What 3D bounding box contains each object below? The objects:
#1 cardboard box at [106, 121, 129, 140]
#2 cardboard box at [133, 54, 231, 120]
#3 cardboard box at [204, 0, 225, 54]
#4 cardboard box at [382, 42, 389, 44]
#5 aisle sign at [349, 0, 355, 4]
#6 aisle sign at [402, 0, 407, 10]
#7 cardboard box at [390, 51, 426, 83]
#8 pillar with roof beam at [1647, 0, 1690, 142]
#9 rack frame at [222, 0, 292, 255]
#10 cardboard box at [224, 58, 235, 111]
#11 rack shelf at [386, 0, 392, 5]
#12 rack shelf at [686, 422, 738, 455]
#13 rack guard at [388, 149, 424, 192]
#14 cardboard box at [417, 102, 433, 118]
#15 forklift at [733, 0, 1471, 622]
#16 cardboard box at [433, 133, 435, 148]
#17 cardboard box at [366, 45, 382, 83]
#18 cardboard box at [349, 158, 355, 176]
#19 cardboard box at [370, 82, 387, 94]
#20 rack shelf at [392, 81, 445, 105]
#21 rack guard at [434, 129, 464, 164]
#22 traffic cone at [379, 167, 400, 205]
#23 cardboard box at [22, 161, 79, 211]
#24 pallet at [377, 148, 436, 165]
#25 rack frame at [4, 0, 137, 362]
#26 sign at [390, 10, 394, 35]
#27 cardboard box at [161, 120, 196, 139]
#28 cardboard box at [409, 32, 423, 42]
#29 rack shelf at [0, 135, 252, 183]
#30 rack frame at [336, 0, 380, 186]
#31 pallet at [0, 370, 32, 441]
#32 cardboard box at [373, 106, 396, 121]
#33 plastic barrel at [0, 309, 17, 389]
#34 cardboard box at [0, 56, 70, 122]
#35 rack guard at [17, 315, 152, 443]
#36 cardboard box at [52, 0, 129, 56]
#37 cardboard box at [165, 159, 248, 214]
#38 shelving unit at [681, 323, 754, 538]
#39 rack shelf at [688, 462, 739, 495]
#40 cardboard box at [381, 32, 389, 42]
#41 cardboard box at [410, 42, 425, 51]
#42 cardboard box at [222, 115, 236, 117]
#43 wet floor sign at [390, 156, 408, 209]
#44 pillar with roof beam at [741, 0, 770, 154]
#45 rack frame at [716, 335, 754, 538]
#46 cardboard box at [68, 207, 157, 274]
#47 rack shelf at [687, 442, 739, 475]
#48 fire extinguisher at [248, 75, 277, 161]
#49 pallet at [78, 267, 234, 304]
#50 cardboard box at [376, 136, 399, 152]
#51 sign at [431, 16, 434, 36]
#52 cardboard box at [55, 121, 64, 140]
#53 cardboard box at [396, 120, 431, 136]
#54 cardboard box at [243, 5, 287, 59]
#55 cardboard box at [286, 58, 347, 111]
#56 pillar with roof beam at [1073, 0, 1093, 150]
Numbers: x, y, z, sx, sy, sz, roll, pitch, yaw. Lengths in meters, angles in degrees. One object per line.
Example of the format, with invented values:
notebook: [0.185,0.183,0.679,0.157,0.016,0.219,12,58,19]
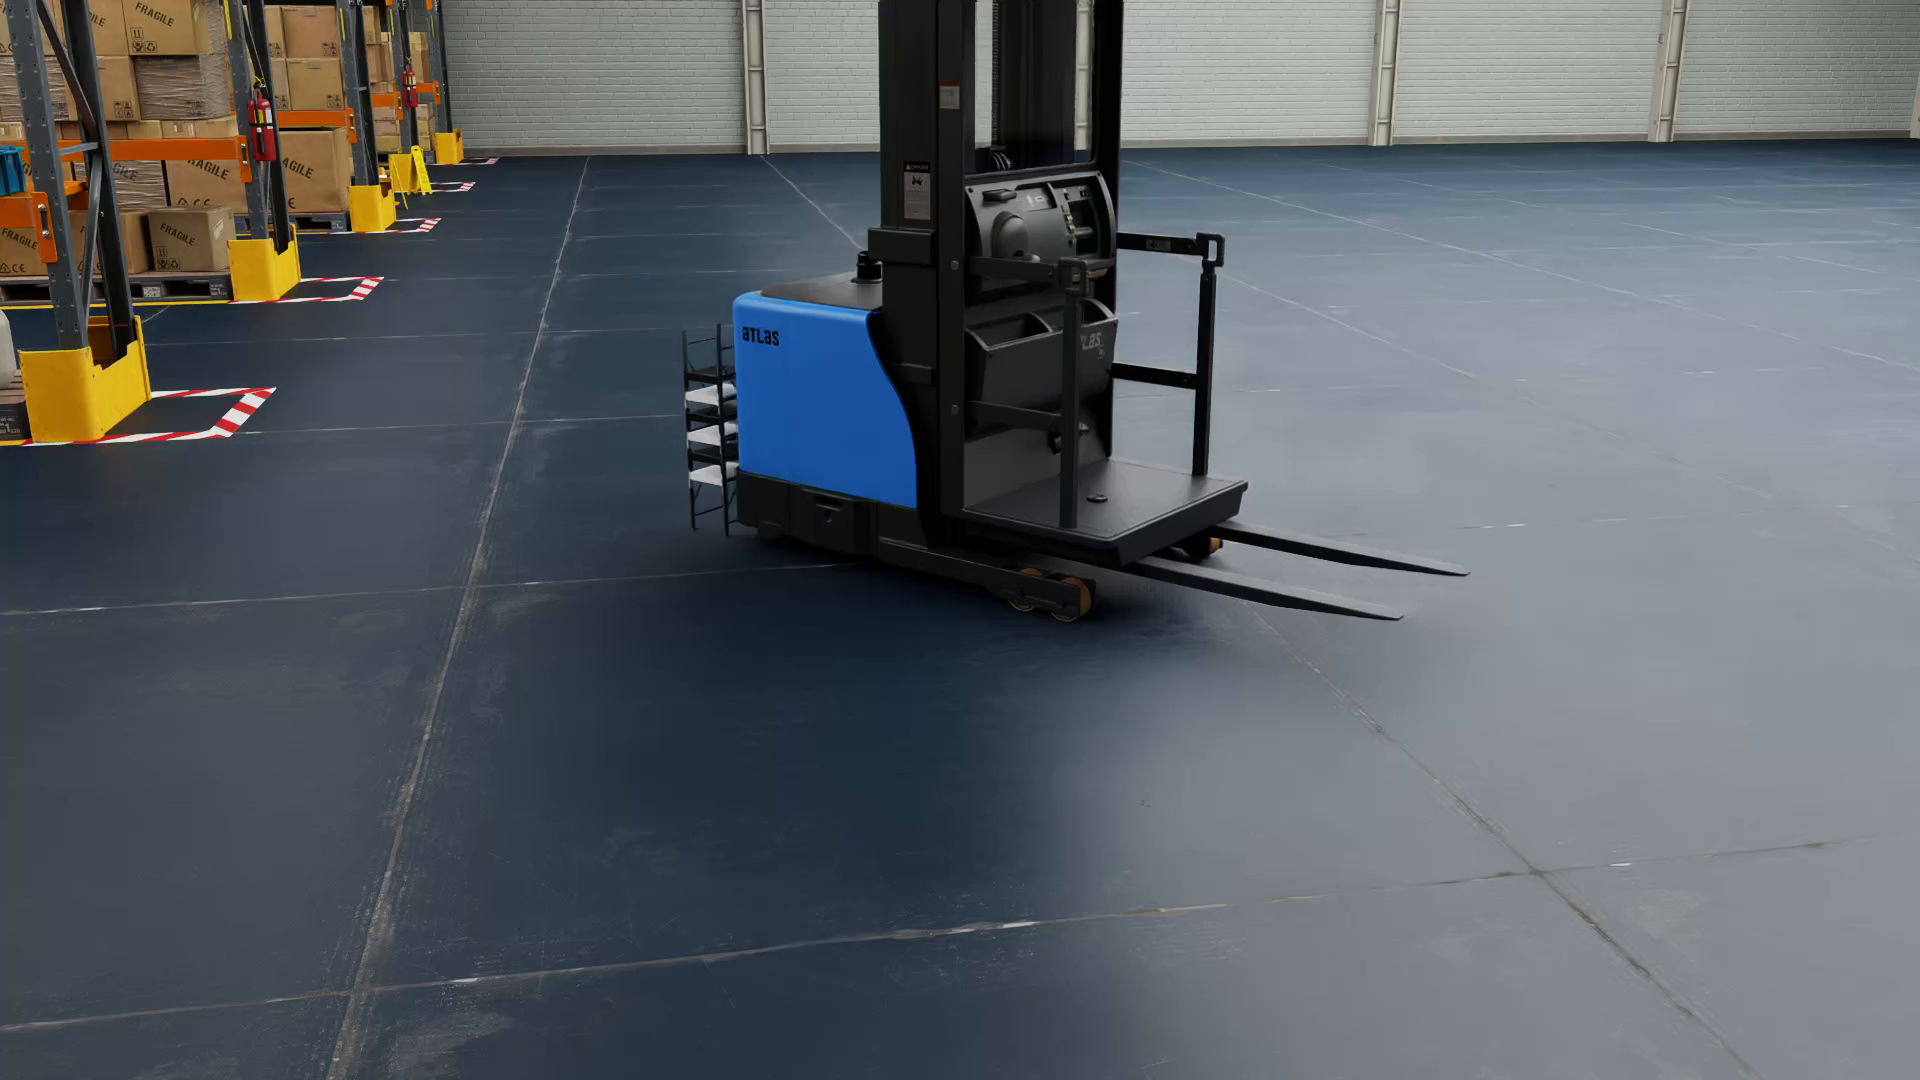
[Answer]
cardboard box: [-6.830,-3.331,13.477,0.250,0.149,0.380,-3,17,-10]
cardboard box: [-6.405,-3.746,13.722,0.500,0.500,0.875,-3,17,-10]
cardboard box: [-6.452,-4.295,13.806,0.500,0.500,0.500,-3,17,-10]
cardboard box: [-9.484,-8.105,27.314,0.250,0.149,0.380,-3,17,-9]
aisle sign: [-6.575,-6.174,17.878,0.004,0.787,0.394,-3,17,-10]
aisle sign: [-7.738,-7.771,23.076,0.004,0.787,0.394,-3,17,-10]
cardboard box: [-9.118,-7.811,27.464,0.500,0.500,0.500,-4,17,-12]
pillar with roof beam: [14.841,-11.051,27.965,0.400,9.000,9.100,-3,17,-10]
rack frame: [-5.860,-3.579,13.855,0.127,3.000,1.000,-3,17,-10]
cardboard box: [-8.167,-5.020,18.293,0.550,0.550,0.875,-3,17,-10]
rack shelf: [-9.703,-7.414,22.458,4.000,0.370,1.077,-3,17,-10]
rack shelf: [-1.050,-0.454,7.370,0.200,0.077,0.258,12,21,34]
rack guard: [-7.814,-5.236,23.509,0.348,0.500,1.175,-3,17,-10]
cardboard box: [-9.193,-7.258,28.100,0.500,0.250,0.500,-4,17,-11]
forklift: [0.496,-1.265,6.439,3.031,2.935,1.130,13,21,36]
cardboard box: [-9.204,-6.782,28.251,0.500,0.250,0.500,-3,17,-10]
cardboard box: [-8.220,-6.516,22.741,0.500,0.500,0.500,-4,17,-11]
cardboard box: [-8.506,-5.198,23.095,0.500,0.250,0.500,-3,17,-11]
cardboard box: [-8.066,-6.233,22.924,0.250,0.149,0.380,-3,17,-9]
rack shelf: [-10.649,-7.411,27.557,4.000,0.370,1.077,-3,17,-10]
rack guard: [-8.662,-6.673,28.185,0.348,0.500,1.175,-3,17,-10]
traffic cone: [-7.373,-4.526,21.260,0.334,0.463,0.336,-3,17,-10]
cardboard box: [-9.998,-3.991,18.102,0.875,0.875,0.875,-3,17,-10]
pallet: [-9.428,-6.479,28.045,1.213,0.211,1.003,-3,17,-10]
rack frame: [-4.920,-2.151,9.206,0.127,3.000,1.000,-3,17,-10]
sign: [-7.654,-6.979,22.415,0.005,0.325,0.100,-3,17,-10]
cardboard box: [-6.346,-3.370,13.601,0.250,0.149,0.380,-3,17,-10]
cardboard box: [-8.997,-8.286,27.398,0.250,0.149,0.380,-3,17,-10]
rack shelf: [-7.824,-3.124,13.598,4.000,0.370,1.077,-3,17,-10]
rack frame: [-6.702,-5.014,18.528,0.127,3.000,1.000,-3,17,-10]
pallet: [-5.785,-0.756,9.415,1.213,0.211,1.003,-3,17,-10]
cardboard box: [-9.578,-7.085,27.535,0.500,0.250,0.500,-3,17,-9]
plastic barrel: [-5.552,-1.104,9.319,0.421,0.512,0.421,0,17,0]
cardboard box: [-7.372,-3.668,13.469,0.500,0.500,0.875,-3,17,-10]
rack guard: [-4.986,-0.938,9.515,0.348,0.500,1.175,-3,17,-10]
cardboard box: [-6.843,-4.115,13.222,0.500,0.500,0.500,-3,17,-10]
cardboard box: [-8.218,-4.093,18.432,0.875,0.875,0.875,-4,17,-11]
shelving unit: [-1.050,-0.486,7.360,0.210,0.900,0.258,12,21,34]
rack shelf: [-1.050,-0.282,7.423,0.200,0.077,0.258,12,21,34]
cardboard box: [-9.485,-8.241,27.251,0.250,0.149,0.380,-3,17,-9]
cardboard box: [-8.972,-8.124,27.378,0.250,0.149,0.380,-3,17,-10]
cardboard box: [-6.185,-3.512,14.064,0.250,0.149,0.380,-3,17,-10]
wet floor sign: [-7.049,-4.461,20.738,0.232,0.644,0.267,-6,18,-20]
pillar with roof beam: [-2.832,-10.048,24.700,0.400,9.000,9.100,-3,17,-10]
rack frame: [-0.967,-0.468,7.304,0.006,0.900,0.240,12,21,34]
cardboard box: [-7.057,-2.512,13.922,0.500,0.500,0.500,1,17,4]
rack shelf: [-1.050,-0.368,7.396,0.200,0.077,0.258,12,21,34]
fire extinguisher: [-5.660,-3.415,13.454,0.183,0.674,0.296,-3,17,-10]
pallet: [-6.739,-2.207,14.136,1.213,0.211,1.003,-3,17,-10]
cardboard box: [-9.577,-6.610,27.693,0.500,0.250,0.500,-3,17,-10]
sign: [-8.596,-8.376,27.097,0.005,0.325,0.100,-3,17,-10]
cardboard box: [-7.325,-3.309,13.404,0.250,0.149,0.380,-3,17,-10]
cardboard box: [-9.104,-6.874,27.701,0.500,0.250,0.500,-3,17,-11]
cardboard box: [-7.596,-5.535,18.131,0.550,0.550,0.875,-3,17,-10]
cardboard box: [-7.057,-5.052,18.397,0.550,0.550,0.875,-3,17,-10]
pillar with roof beam: [3.059,-10.383,25.788,0.400,9.000,9.100,-3,17,-10]
